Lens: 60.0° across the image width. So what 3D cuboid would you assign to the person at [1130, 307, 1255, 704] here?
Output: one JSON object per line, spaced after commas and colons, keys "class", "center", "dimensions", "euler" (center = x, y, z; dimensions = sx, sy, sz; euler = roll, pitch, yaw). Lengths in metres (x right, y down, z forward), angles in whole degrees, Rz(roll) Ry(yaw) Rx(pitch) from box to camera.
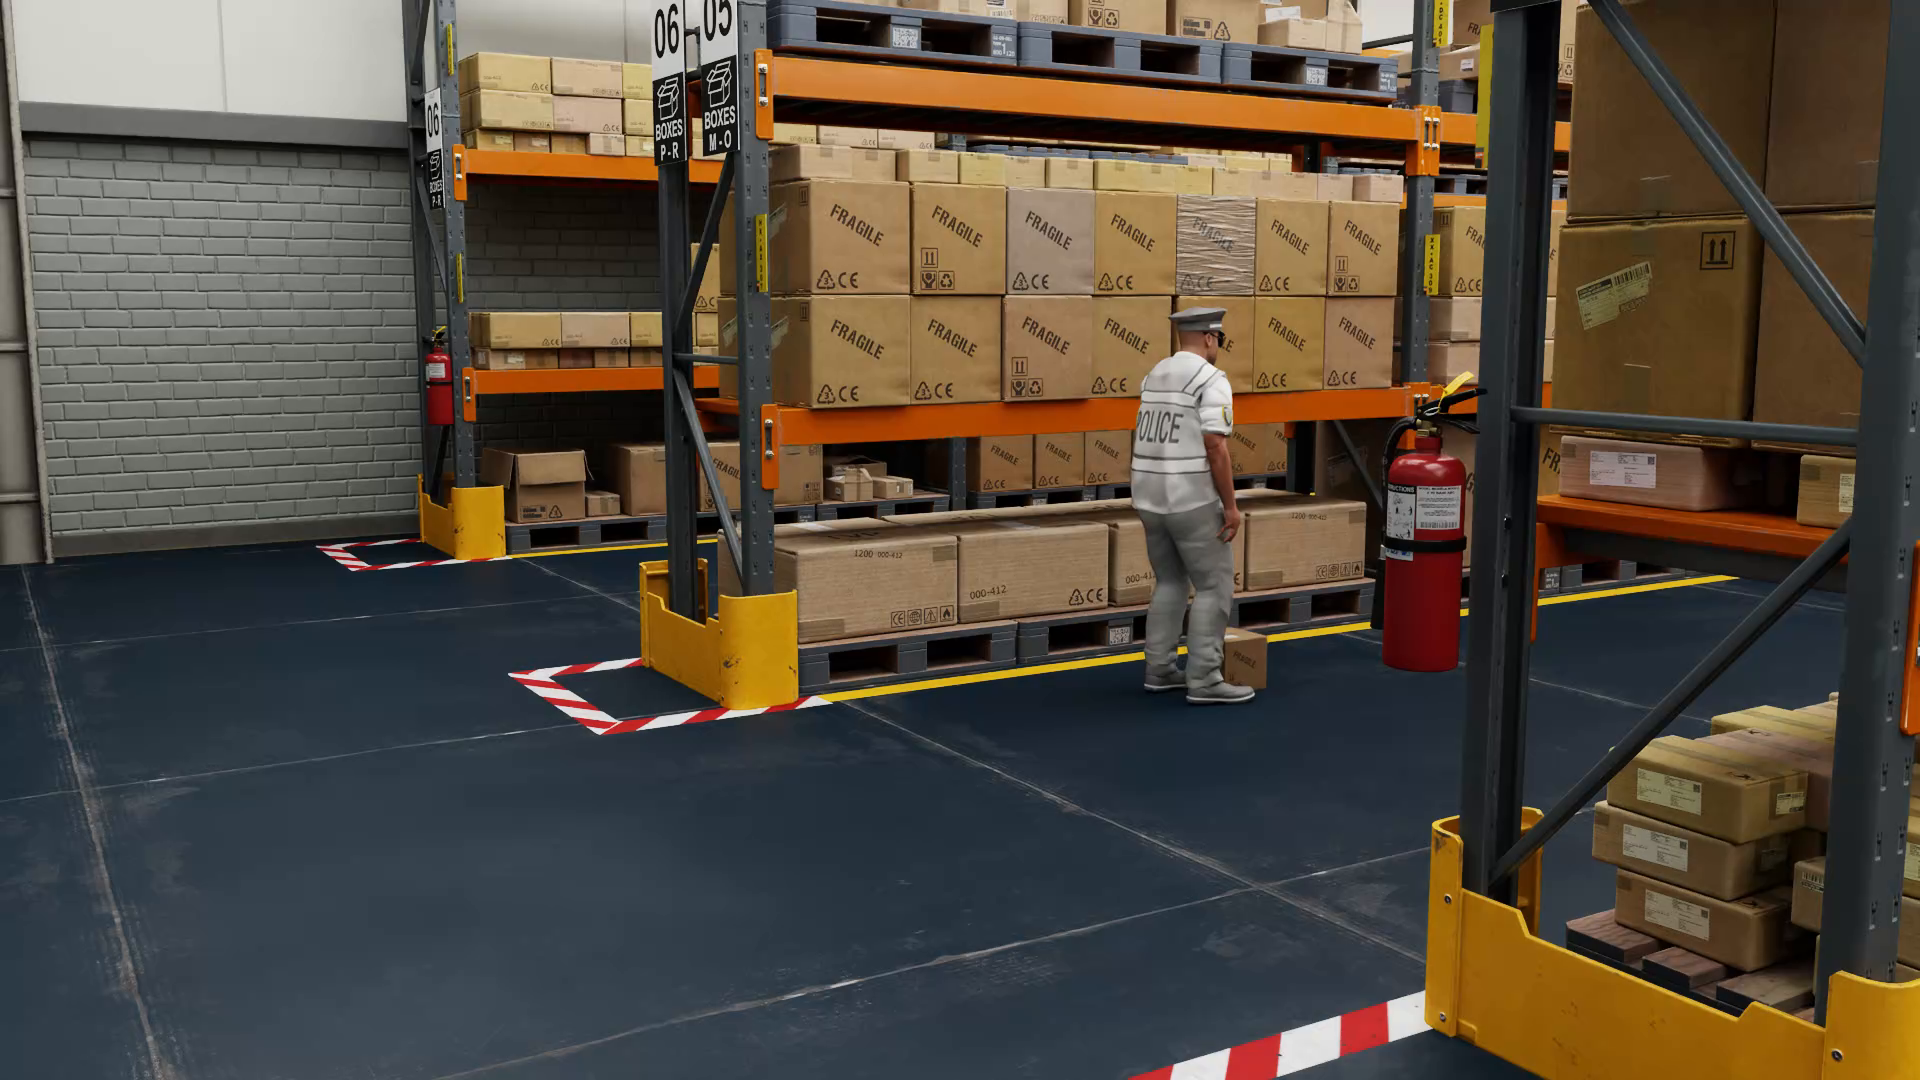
{"class": "person", "center": [1.006, -0.162, 7.441], "dimensions": [0.436, 1.746, 0.590], "euler": [-5, 10, -33]}
